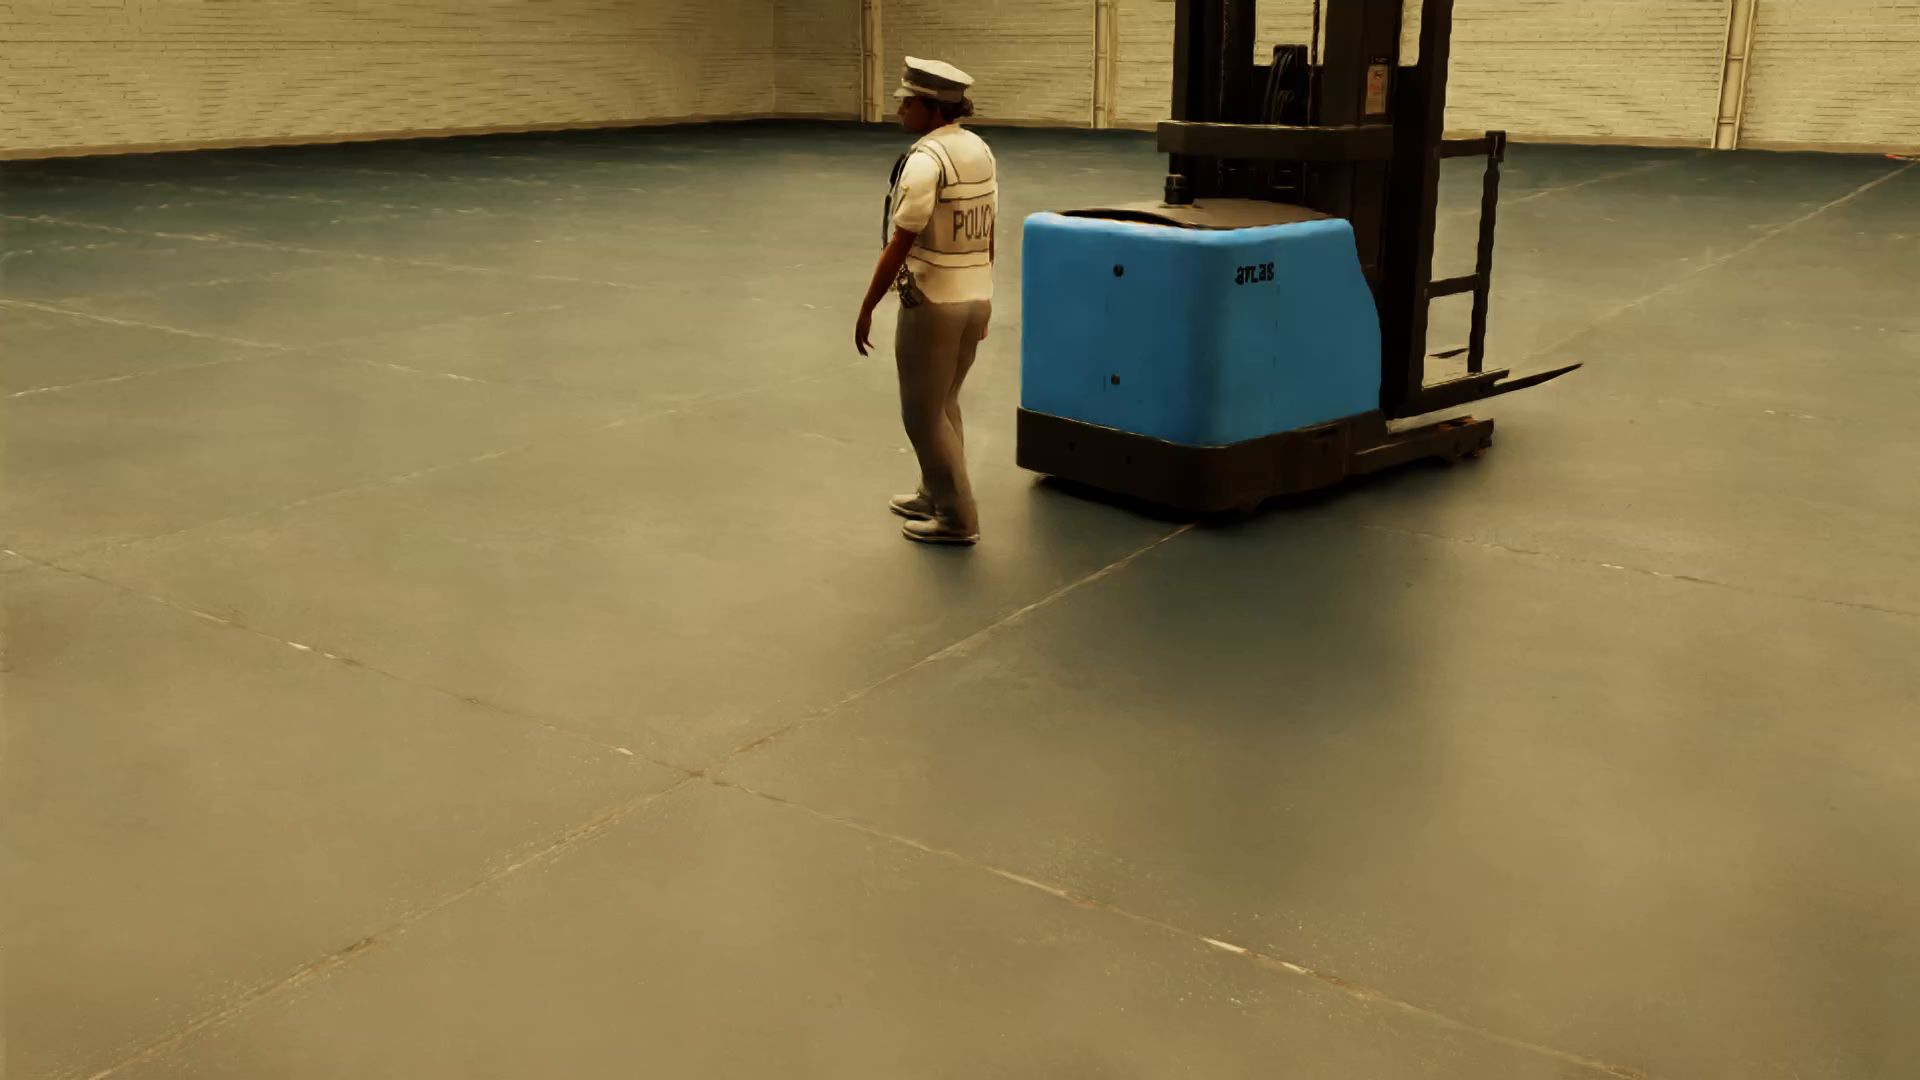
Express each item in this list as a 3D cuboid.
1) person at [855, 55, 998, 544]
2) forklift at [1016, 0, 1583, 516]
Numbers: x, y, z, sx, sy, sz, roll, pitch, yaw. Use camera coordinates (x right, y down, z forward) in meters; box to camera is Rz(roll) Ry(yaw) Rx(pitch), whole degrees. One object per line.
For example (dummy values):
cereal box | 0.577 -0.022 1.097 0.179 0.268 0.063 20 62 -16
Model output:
person | -0.150 -0.815 5.776 0.519 1.665 0.591 9 19 28
forklift | 1.660 -1.826 6.938 3.031 2.935 1.130 -14 22 -40
